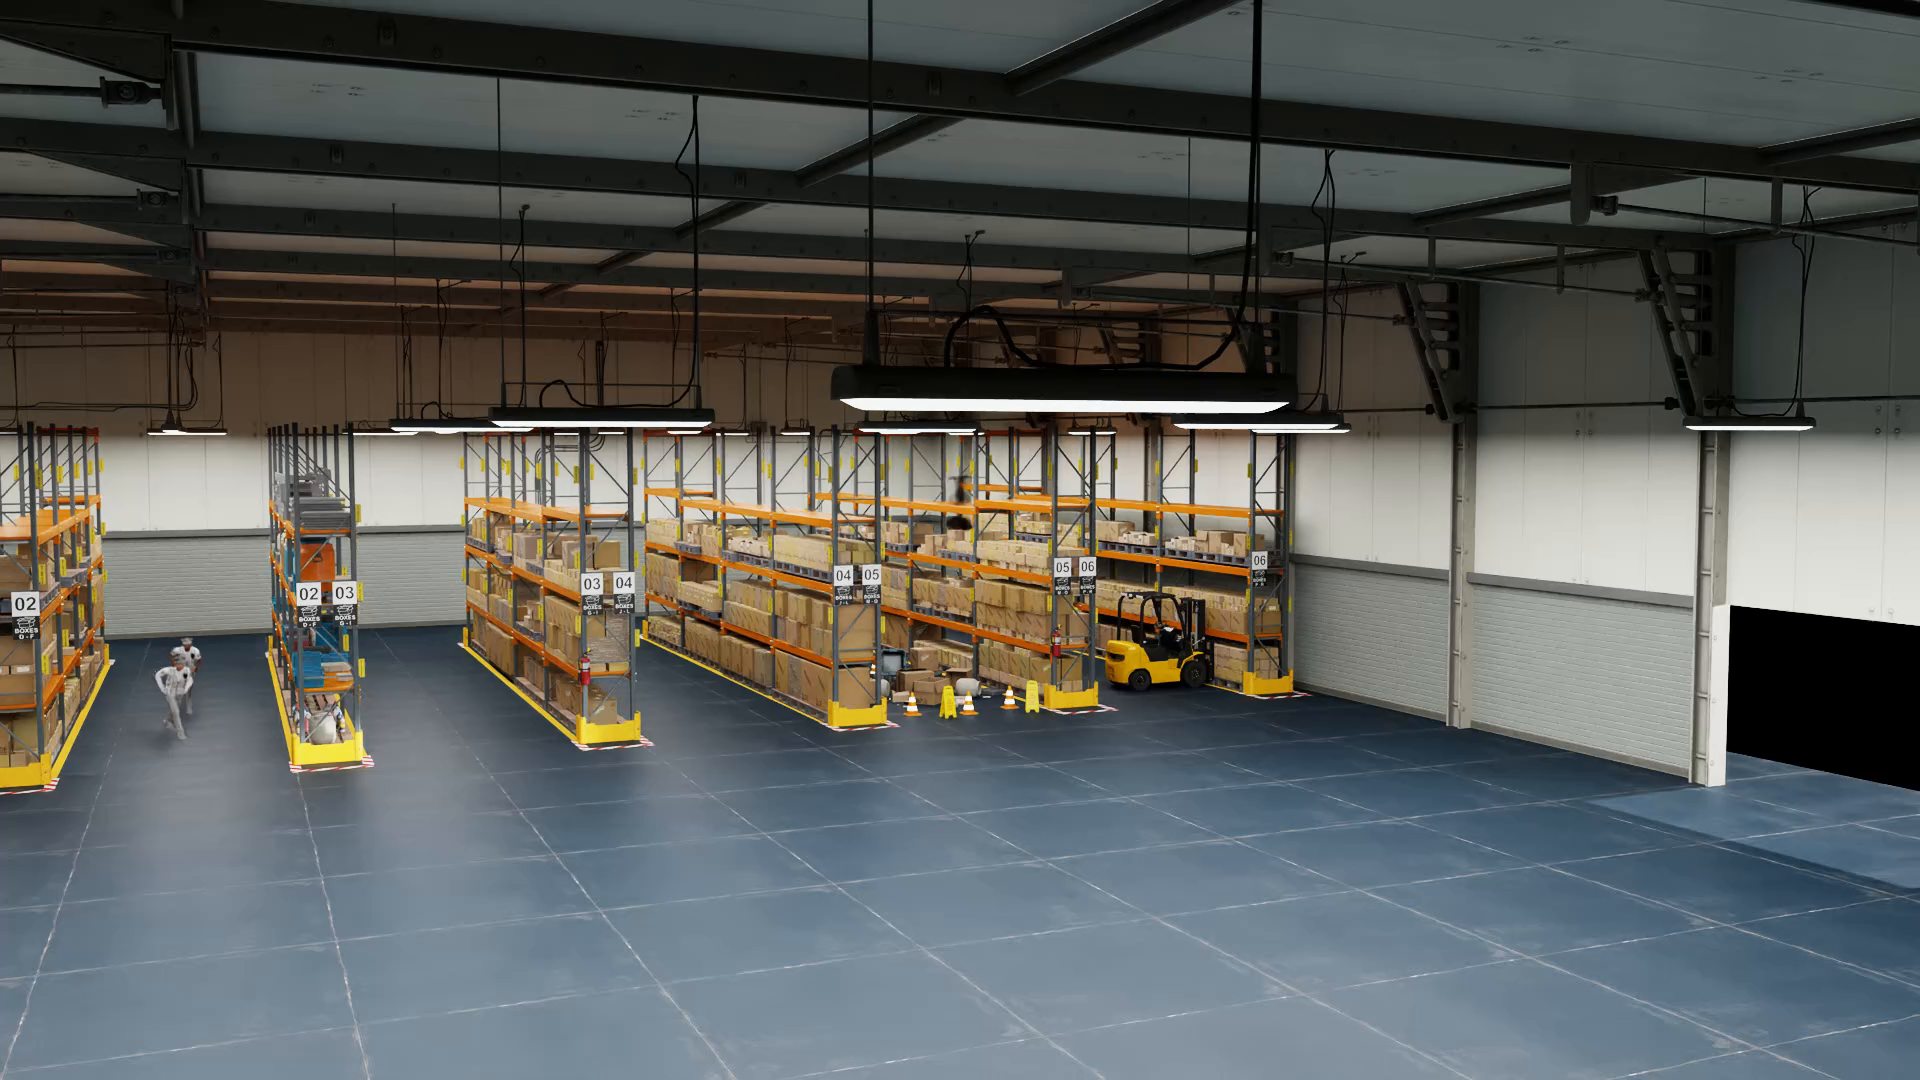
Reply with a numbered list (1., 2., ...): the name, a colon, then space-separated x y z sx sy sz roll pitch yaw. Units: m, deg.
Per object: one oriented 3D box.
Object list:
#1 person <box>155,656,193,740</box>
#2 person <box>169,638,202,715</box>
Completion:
1. person: -15.077 3.004 31.856 0.655 1.628 0.980 -3 5 -41
2. person: -16.221 2.824 34.857 0.611 1.627 0.972 -2 4 -25
